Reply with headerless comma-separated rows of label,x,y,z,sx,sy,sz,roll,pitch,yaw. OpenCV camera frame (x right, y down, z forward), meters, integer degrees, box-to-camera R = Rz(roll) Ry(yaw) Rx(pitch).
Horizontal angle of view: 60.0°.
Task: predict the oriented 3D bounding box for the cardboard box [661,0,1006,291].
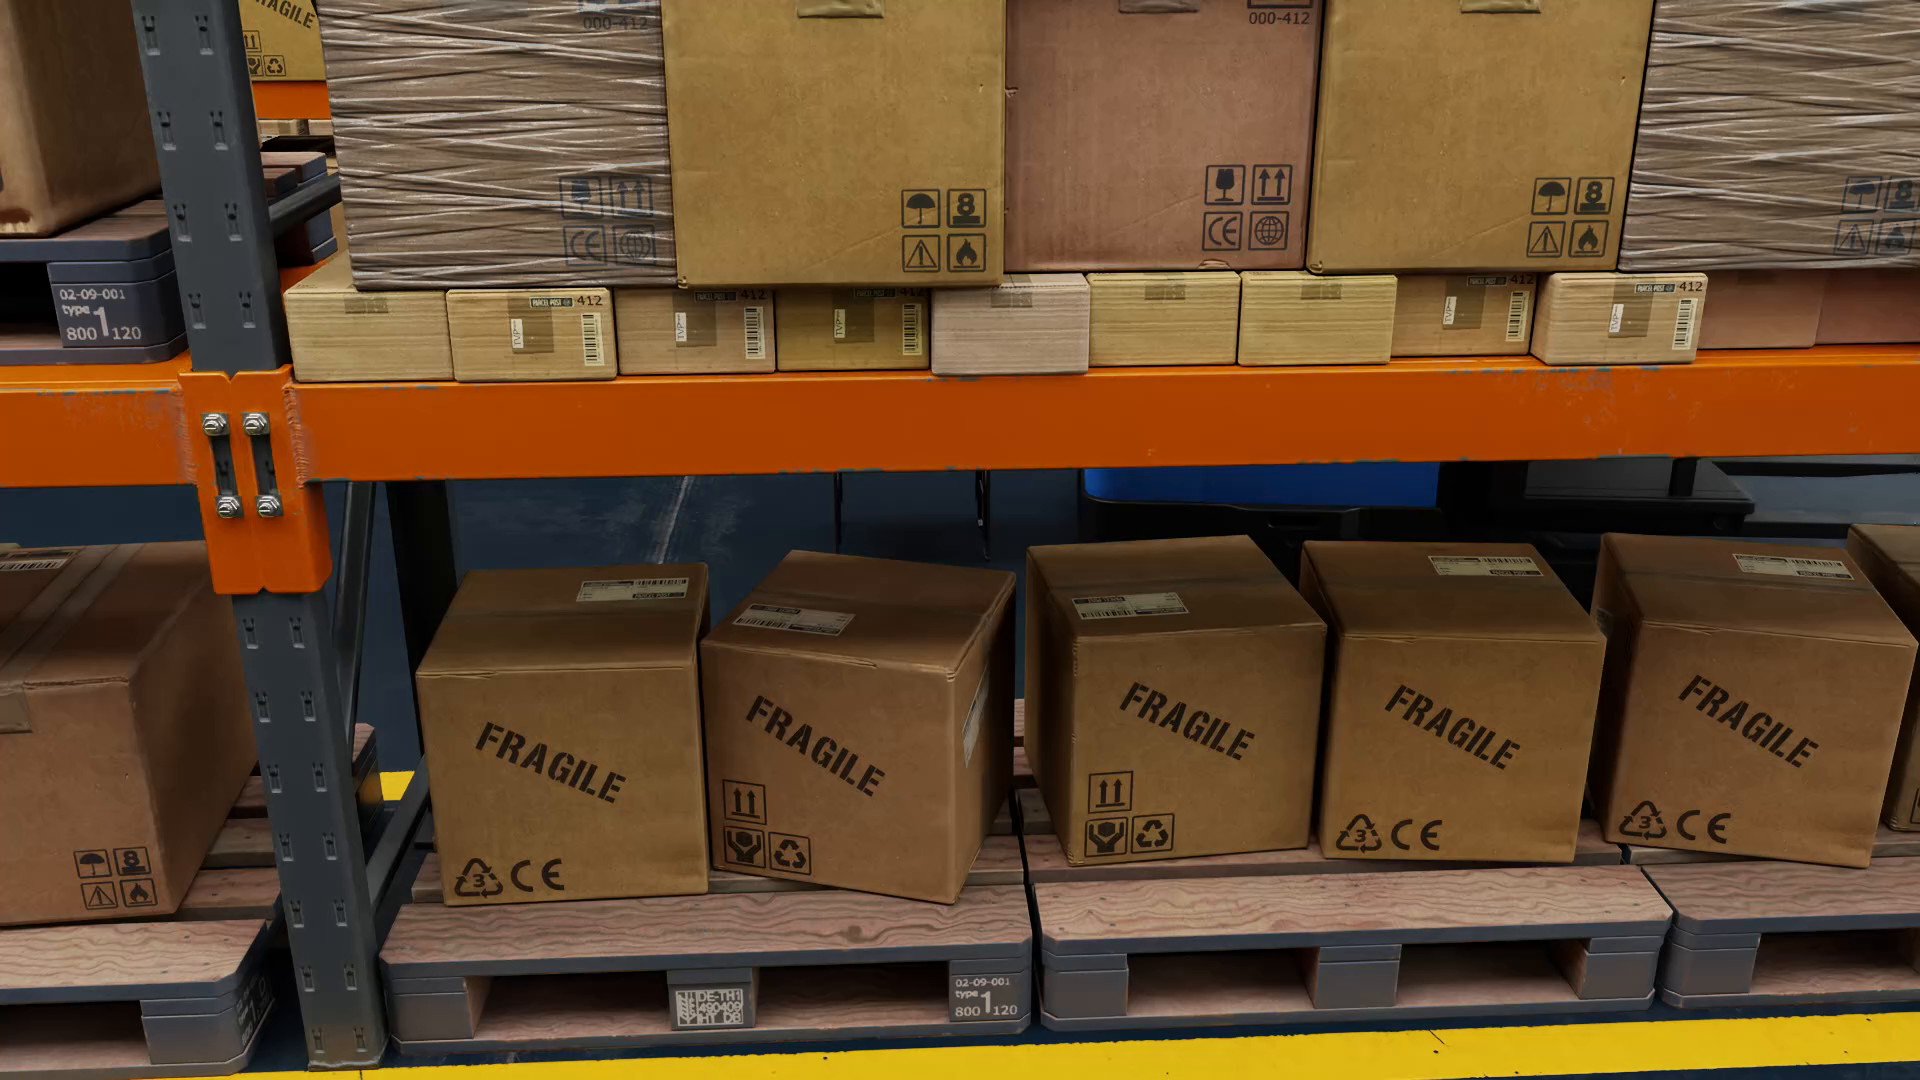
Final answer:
cardboard box,-0.207,-0.774,2.879,0.500,0.500,0.875,-1,21,-3

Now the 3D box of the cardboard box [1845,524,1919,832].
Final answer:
cardboard box,2.208,0.294,3.555,0.500,0.500,0.500,3,21,7

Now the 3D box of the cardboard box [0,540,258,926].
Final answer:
cardboard box,-1.775,0.364,3.343,0.500,0.500,0.700,-3,21,-7

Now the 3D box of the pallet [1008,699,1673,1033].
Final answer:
pallet,0.728,0.648,3.622,1.213,0.211,1.003,-1,21,-3

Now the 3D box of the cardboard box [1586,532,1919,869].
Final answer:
cardboard box,1.613,0.319,3.491,0.500,0.500,0.500,4,21,11

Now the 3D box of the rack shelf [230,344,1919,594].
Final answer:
rack shelf,0.836,-0.308,3.224,4.000,0.370,1.077,-1,21,-3

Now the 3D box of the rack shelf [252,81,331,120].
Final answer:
rack shelf,-3.340,-1.990,7.644,4.000,0.370,1.077,-1,21,-3

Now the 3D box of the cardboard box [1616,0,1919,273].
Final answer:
cardboard box,1.288,-0.821,3.004,0.500,0.500,0.875,-1,21,-3

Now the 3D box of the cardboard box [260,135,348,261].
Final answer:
cardboard box,-2.921,-1.449,7.783,0.750,0.750,1.050,-1,21,-3

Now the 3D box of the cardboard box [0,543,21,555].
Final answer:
cardboard box,-2.253,0.367,3.335,0.500,0.500,0.700,-1,21,-3

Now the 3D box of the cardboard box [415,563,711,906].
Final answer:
cardboard box,-0.760,0.375,3.344,0.500,0.500,0.500,-2,21,-5

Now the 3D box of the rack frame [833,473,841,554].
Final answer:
rack frame,-0.409,-0.973,5.226,0.015,2.100,0.400,-1,21,-3

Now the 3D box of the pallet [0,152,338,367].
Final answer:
pallet,-1.933,-0.550,3.119,1.213,0.211,1.003,-1,21,-3

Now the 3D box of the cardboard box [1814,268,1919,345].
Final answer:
cardboard box,1.561,-0.470,2.992,0.250,0.149,0.380,-1,21,-3

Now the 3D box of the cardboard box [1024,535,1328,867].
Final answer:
cardboard box,0.427,0.320,3.488,0.500,0.500,0.500,-3,21,-8

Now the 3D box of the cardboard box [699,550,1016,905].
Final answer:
cardboard box,-0.188,0.361,3.381,0.500,0.500,0.500,5,22,14

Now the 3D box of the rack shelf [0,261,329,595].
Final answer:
rack shelf,-3.158,-0.226,3.011,4.000,0.370,1.077,-1,21,-3

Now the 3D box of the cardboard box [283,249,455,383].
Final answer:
cardboard box,-0.929,-0.383,2.765,0.250,0.149,0.380,-1,21,-3

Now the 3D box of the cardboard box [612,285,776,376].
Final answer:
cardboard box,-0.431,-0.399,2.805,0.250,0.149,0.380,-1,21,-3

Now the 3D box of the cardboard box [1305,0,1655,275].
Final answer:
cardboard box,0.788,-0.815,2.988,0.500,0.500,0.875,-1,21,-3

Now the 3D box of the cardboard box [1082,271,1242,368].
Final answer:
cardboard box,0.317,-0.417,2.855,0.250,0.149,0.380,-1,21,-3

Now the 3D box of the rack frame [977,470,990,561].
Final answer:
rack frame,0.078,-0.983,5.252,0.015,2.100,0.400,-1,21,-3

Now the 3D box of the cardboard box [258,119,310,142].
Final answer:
cardboard box,-5.156,-3.018,12.436,0.625,0.372,0.950,-3,21,-7

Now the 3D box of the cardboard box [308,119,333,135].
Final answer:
cardboard box,-4.420,-3.036,12.483,0.625,0.372,0.950,-2,21,-4

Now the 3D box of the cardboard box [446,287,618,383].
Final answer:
cardboard box,-0.679,-0.384,2.766,0.250,0.149,0.380,-1,21,-3

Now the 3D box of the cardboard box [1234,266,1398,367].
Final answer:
cardboard box,0.567,-0.419,2.858,0.250,0.149,0.380,-1,21,-3

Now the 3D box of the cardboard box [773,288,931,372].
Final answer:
cardboard box,-0.182,-0.407,2.828,0.250,0.149,0.380,-1,21,-3

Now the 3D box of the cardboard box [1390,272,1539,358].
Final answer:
cardboard box,0.814,-0.440,2.913,0.250,0.149,0.380,-1,21,-3

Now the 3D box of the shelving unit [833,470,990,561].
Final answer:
shelving unit,-0.165,-0.978,5.239,0.503,2.100,0.431,-1,21,-3

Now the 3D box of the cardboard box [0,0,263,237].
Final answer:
cardboard box,-1.962,-1.113,2.896,1.000,1.000,1.000,-1,21,-3

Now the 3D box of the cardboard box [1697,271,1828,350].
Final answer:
cardboard box,1.312,-0.457,2.958,0.250,0.149,0.380,-1,21,-3

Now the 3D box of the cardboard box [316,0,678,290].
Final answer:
cardboard box,-0.708,-0.776,2.885,0.500,0.500,0.875,-1,21,-3

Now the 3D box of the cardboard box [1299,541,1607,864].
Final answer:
cardboard box,0.987,0.325,3.476,0.500,0.500,0.500,1,21,2

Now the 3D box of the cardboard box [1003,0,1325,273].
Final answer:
cardboard box,0.286,-0.820,3.000,0.500,0.500,0.875,-1,21,-3

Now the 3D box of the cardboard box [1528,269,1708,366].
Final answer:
cardboard box,1.068,-0.420,2.862,0.250,0.149,0.380,-1,21,-3

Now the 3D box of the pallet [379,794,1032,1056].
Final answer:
pallet,-0.493,0.674,3.555,1.213,0.211,1.003,-1,21,-3

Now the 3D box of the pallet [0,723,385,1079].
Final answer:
pallet,-1.938,0.716,3.443,1.213,0.211,1.003,-1,21,-3

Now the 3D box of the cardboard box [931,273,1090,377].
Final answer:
cardboard box,0.070,-0.398,2.803,0.250,0.149,0.380,-1,21,-3

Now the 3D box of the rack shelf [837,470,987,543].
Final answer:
rack shelf,-0.165,-0.311,5.492,0.480,0.518,0.431,-1,21,-3

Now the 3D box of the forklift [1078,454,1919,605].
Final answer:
forklift,1.913,-1.348,5.043,3.031,2.935,1.130,1,21,3

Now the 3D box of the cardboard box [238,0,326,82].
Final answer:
cardboard box,-2.858,-2.288,7.274,0.500,0.500,0.500,-1,21,-2

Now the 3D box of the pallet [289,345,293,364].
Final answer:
pallet,-3.330,-0.996,7.940,1.213,0.211,1.003,-1,21,-3

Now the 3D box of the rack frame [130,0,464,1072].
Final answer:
rack frame,-1.161,-0.603,2.990,0.127,3.000,1.000,-1,21,-3

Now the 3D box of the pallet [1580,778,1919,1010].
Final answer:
pallet,1.943,0.624,3.685,1.213,0.211,1.003,-1,21,-3

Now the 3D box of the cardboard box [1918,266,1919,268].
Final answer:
cardboard box,1.789,-0.816,2.990,0.500,0.500,0.875,-1,21,-3
